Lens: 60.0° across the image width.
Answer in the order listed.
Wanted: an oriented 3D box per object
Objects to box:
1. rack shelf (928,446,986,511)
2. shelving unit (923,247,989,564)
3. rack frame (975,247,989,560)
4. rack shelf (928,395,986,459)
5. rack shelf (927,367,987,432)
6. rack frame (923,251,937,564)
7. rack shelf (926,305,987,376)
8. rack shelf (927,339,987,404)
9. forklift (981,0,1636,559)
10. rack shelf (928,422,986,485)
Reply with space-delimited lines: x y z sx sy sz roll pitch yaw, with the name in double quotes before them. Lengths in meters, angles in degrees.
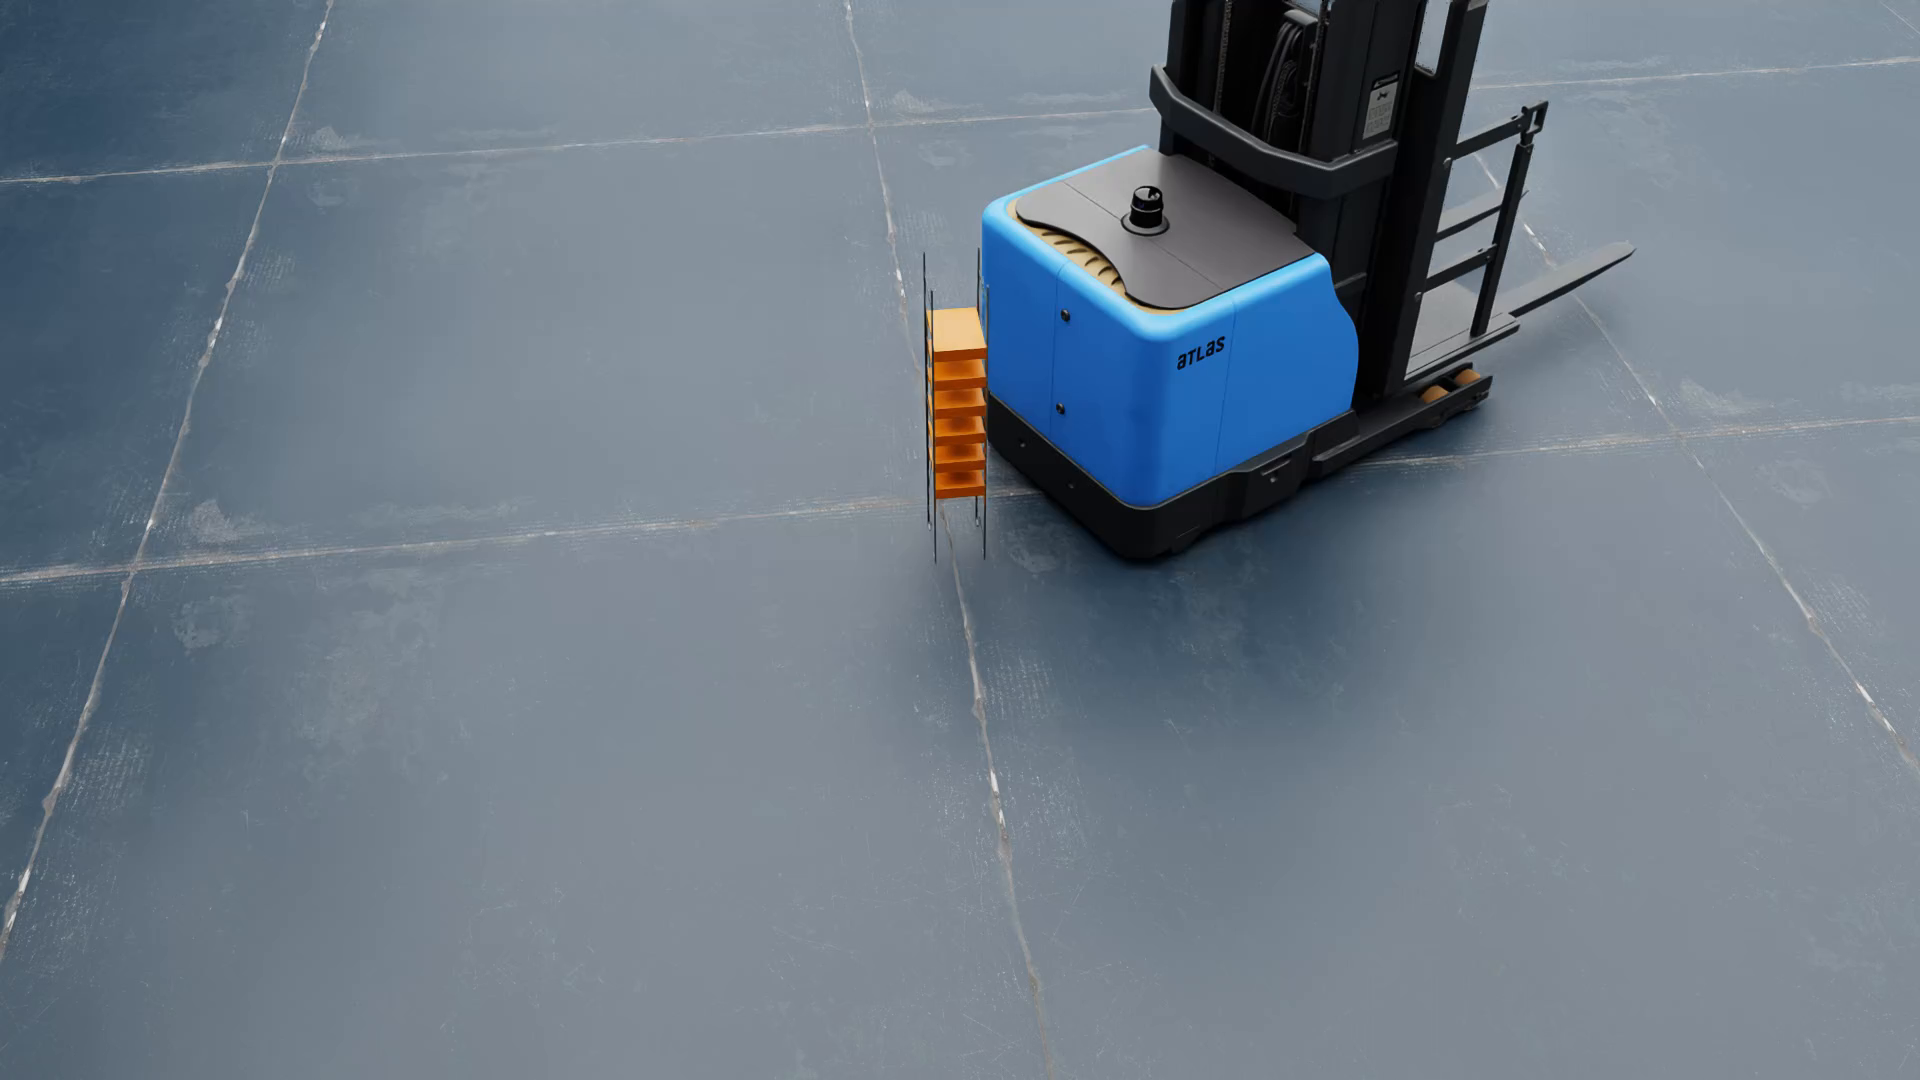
"rack shelf" -0.014 -0.233 6.037 0.180 0.103 0.258 -5 42 -6
"shelving unit" -0.014 -0.444 5.847 0.189 1.200 0.258 -5 42 -6
"rack frame" 0.076 -0.452 5.856 0.006 1.200 0.240 -5 42 -6
"rack shelf" -0.014 -0.411 5.876 0.180 0.103 0.258 -5 42 -6
"rack shelf" -0.014 -0.500 5.796 0.180 0.103 0.258 -5 42 -6
"rack frame" -0.105 -0.436 5.838 0.006 1.200 0.240 -5 42 -6
"rack shelf" -0.014 -0.679 5.635 0.180 0.103 0.258 -5 42 -6
"rack shelf" -0.014 -0.589 5.716 0.180 0.103 0.258 -5 42 -6
"forklift" 1.561 -1.811 6.069 3.031 2.935 1.130 -25 48 -25
"rack shelf" -0.014 -0.322 5.957 0.180 0.103 0.258 -5 42 -6
